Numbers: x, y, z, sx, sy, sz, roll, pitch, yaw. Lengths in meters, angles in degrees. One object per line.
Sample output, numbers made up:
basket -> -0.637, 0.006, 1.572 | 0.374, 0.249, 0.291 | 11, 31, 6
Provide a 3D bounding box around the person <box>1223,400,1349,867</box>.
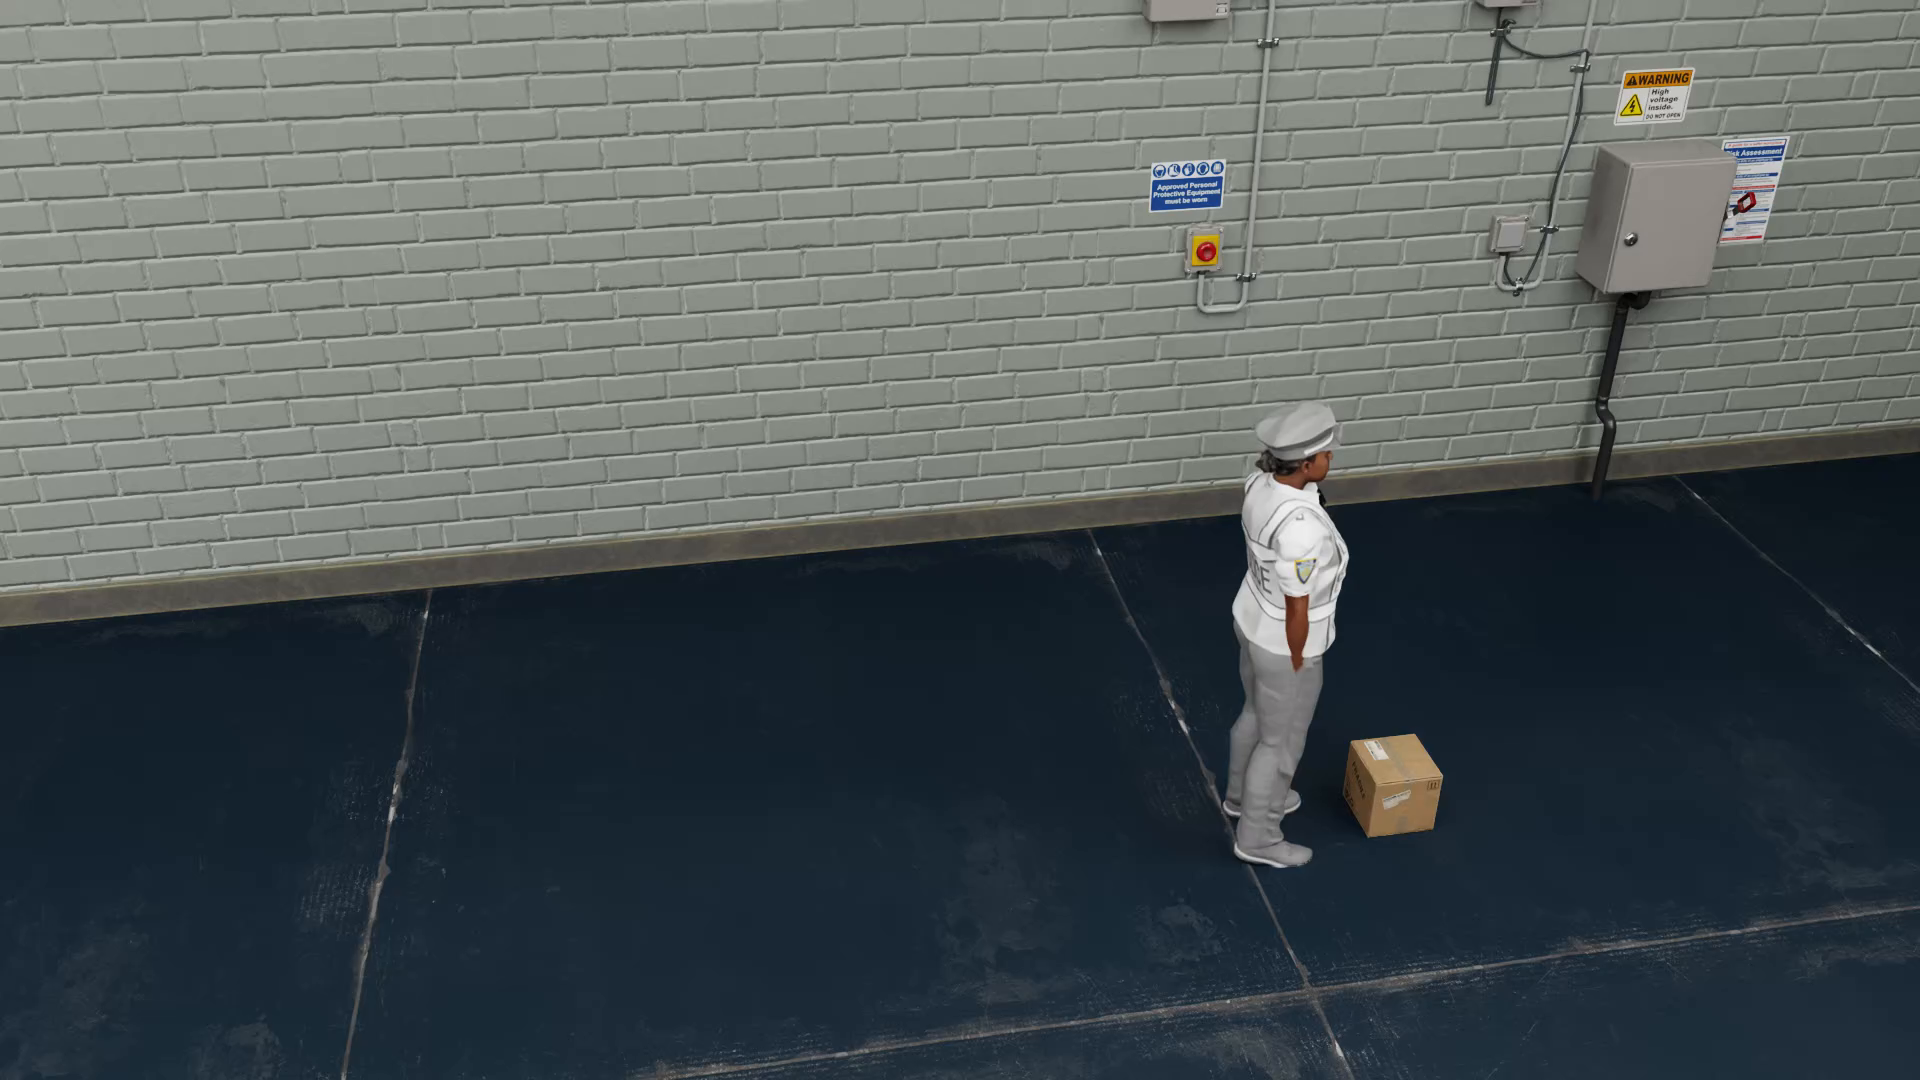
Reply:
person -> 1.093, 0.329, 5.592 | 0.351, 1.716, 0.452 | -5, 31, -8
